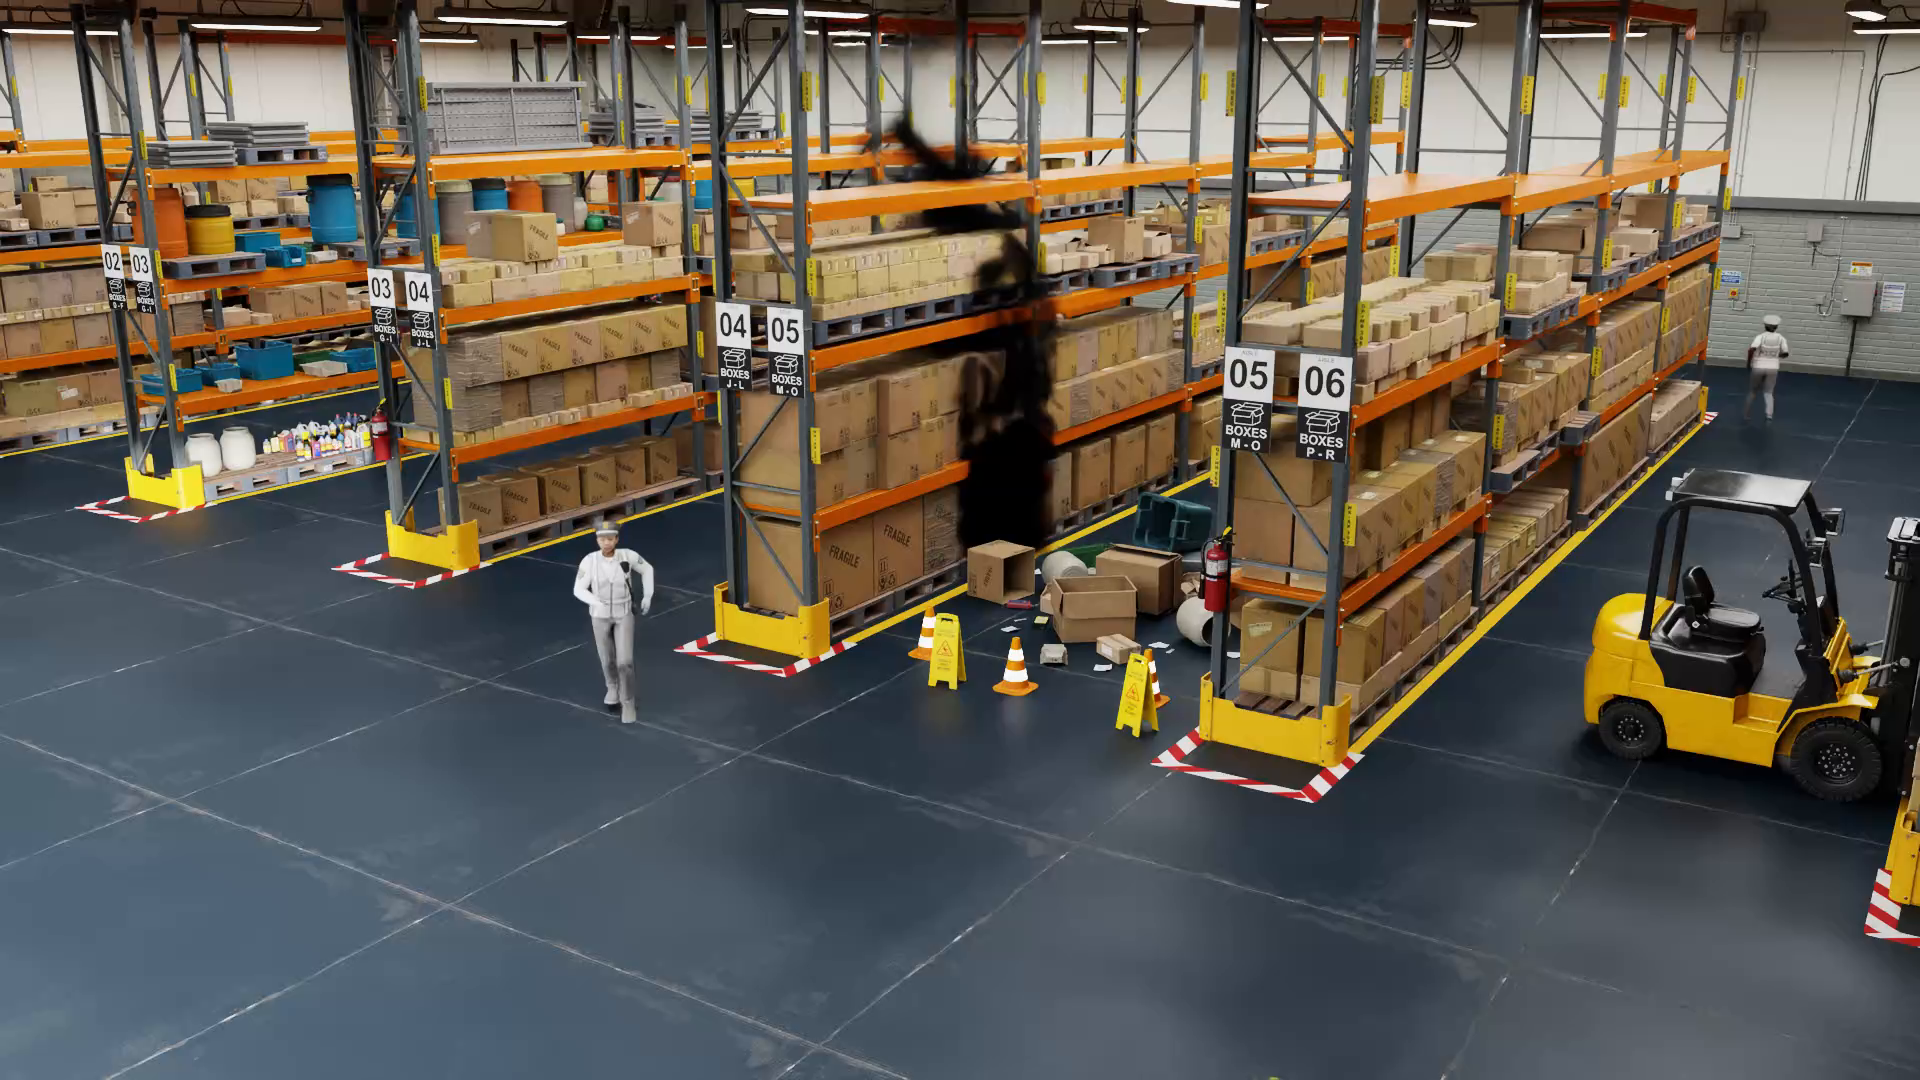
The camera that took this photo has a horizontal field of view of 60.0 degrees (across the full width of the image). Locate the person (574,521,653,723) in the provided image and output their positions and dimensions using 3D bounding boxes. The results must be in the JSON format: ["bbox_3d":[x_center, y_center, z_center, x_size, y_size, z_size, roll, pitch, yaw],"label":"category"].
[{"bbox_3d":[-2.847,0.671,13.735,0.627,1.759,0.719,-2,16,-7],"label":"person"}]

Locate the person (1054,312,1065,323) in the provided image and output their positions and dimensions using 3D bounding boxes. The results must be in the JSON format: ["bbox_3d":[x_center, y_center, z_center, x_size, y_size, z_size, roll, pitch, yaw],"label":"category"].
[{"bbox_3d":[1.538,-2.796,26.183,0.574,1.632,0.586,9,18,28],"label":"person"}]

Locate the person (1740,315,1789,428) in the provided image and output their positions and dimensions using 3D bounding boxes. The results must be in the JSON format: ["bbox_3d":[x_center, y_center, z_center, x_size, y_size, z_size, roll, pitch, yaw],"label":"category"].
[{"bbox_3d":[12.154,-2.550,25.111,0.596,1.690,0.921,4,16,15],"label":"person"}]
